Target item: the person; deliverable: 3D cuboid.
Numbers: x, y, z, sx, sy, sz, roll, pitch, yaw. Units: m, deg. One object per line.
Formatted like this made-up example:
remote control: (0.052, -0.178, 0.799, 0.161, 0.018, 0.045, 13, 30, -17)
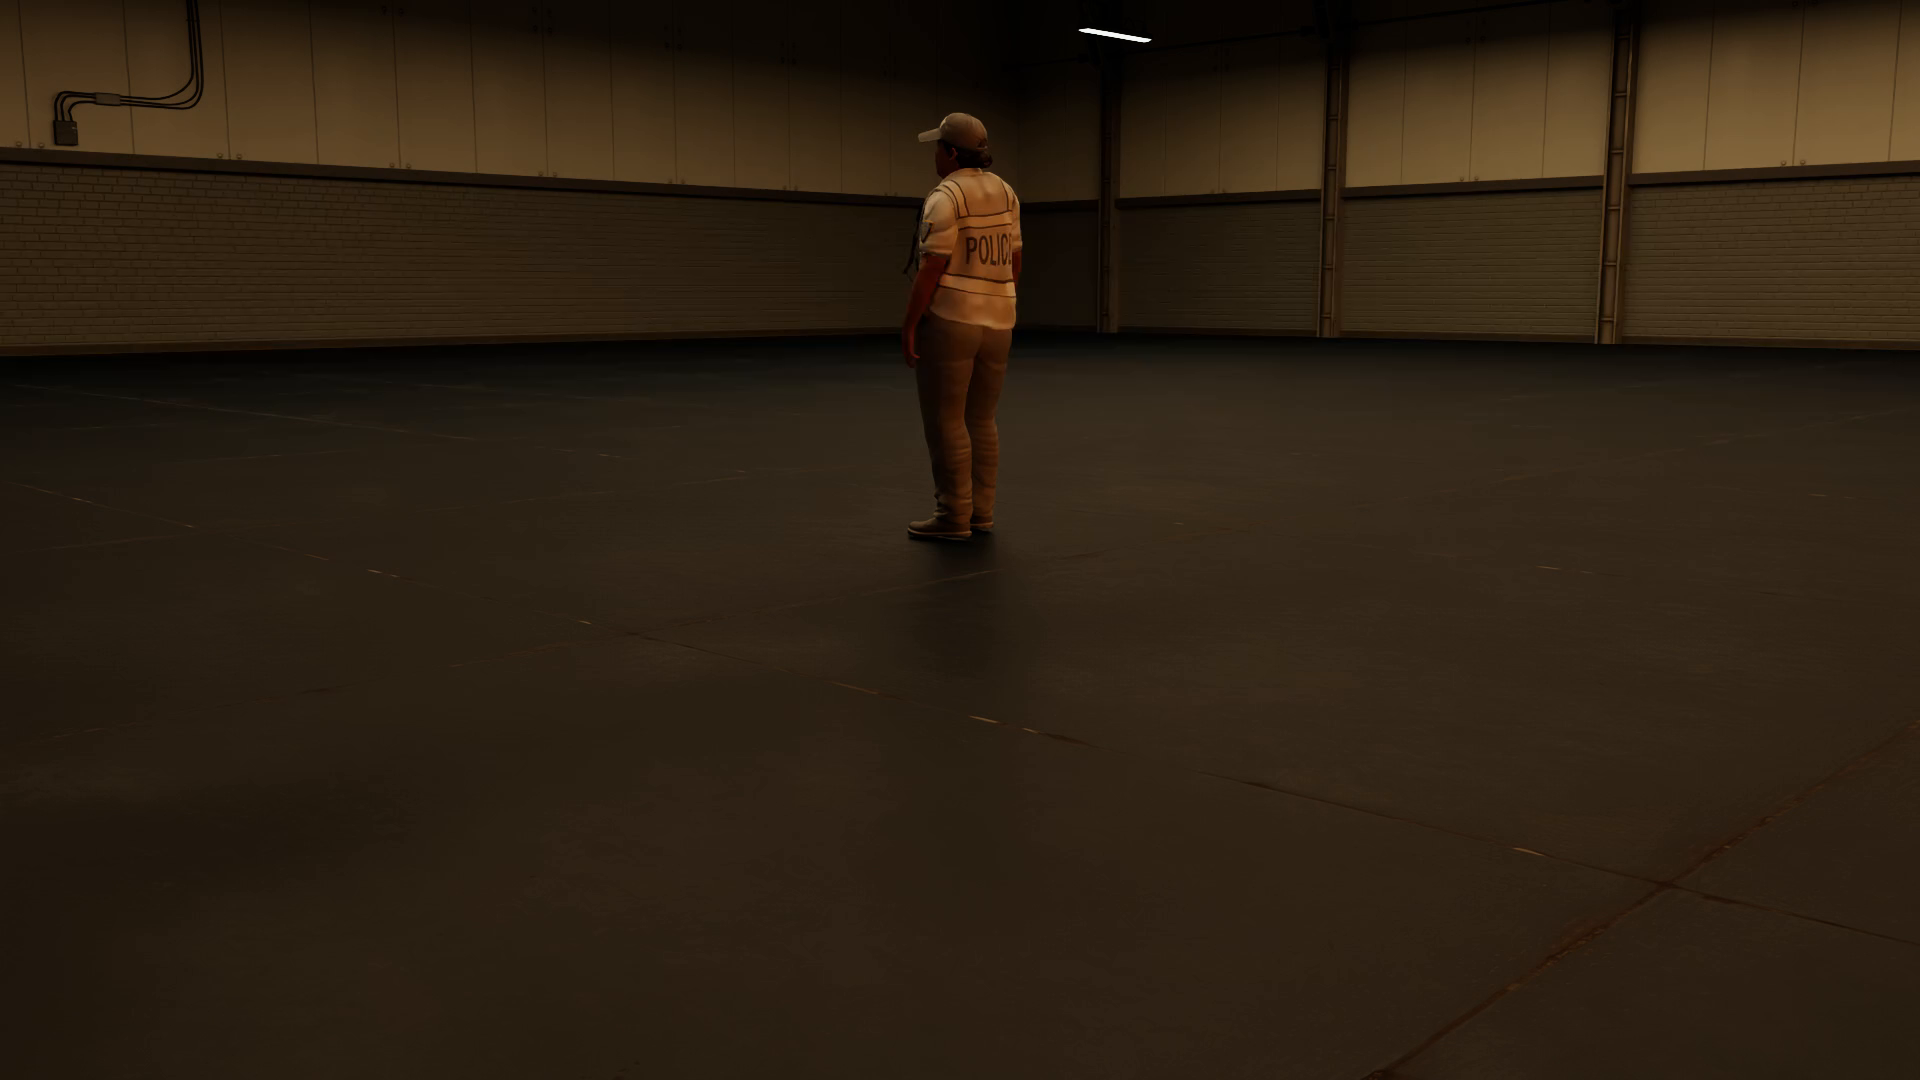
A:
person: (-0.039, -0.841, 6.661, 0.529, 1.670, 0.598, 8, 12, 43)
